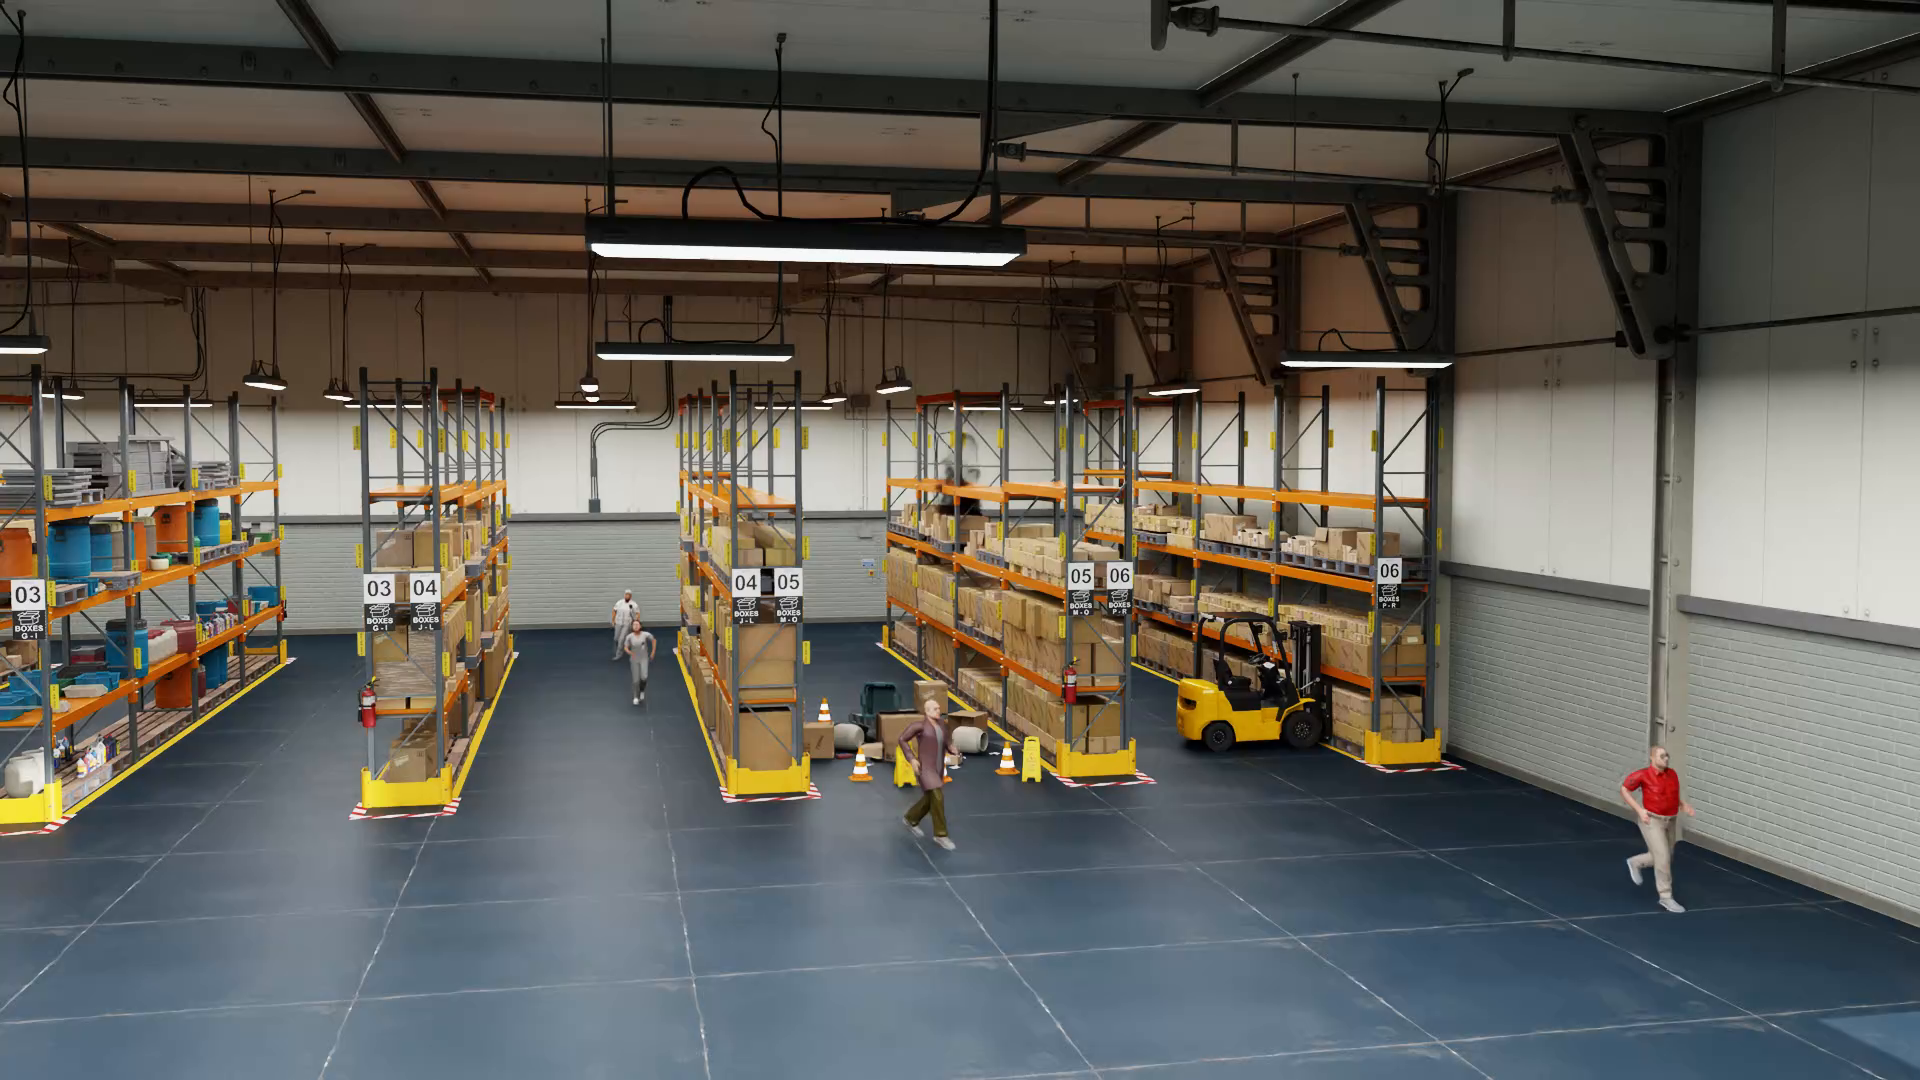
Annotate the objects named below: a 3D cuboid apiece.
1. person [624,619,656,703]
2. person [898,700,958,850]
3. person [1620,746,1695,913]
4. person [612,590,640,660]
[{"bbox_3d":[-6.062,2.306,31.506,0.585,1.622,0.734,0,3,-8],"label":"person"},{"bbox_3d":[-0.382,2.880,20.659,0.938,1.808,0.703,3,4,37],"label":"person"},{"bbox_3d":[7.530,3.089,18.017,0.663,1.727,0.903,-1,4,-22],"label":"person"},{"bbox_3d":[-7.673,1.938,38.155,0.653,1.596,0.544,0,3,-1],"label":"person"}]
